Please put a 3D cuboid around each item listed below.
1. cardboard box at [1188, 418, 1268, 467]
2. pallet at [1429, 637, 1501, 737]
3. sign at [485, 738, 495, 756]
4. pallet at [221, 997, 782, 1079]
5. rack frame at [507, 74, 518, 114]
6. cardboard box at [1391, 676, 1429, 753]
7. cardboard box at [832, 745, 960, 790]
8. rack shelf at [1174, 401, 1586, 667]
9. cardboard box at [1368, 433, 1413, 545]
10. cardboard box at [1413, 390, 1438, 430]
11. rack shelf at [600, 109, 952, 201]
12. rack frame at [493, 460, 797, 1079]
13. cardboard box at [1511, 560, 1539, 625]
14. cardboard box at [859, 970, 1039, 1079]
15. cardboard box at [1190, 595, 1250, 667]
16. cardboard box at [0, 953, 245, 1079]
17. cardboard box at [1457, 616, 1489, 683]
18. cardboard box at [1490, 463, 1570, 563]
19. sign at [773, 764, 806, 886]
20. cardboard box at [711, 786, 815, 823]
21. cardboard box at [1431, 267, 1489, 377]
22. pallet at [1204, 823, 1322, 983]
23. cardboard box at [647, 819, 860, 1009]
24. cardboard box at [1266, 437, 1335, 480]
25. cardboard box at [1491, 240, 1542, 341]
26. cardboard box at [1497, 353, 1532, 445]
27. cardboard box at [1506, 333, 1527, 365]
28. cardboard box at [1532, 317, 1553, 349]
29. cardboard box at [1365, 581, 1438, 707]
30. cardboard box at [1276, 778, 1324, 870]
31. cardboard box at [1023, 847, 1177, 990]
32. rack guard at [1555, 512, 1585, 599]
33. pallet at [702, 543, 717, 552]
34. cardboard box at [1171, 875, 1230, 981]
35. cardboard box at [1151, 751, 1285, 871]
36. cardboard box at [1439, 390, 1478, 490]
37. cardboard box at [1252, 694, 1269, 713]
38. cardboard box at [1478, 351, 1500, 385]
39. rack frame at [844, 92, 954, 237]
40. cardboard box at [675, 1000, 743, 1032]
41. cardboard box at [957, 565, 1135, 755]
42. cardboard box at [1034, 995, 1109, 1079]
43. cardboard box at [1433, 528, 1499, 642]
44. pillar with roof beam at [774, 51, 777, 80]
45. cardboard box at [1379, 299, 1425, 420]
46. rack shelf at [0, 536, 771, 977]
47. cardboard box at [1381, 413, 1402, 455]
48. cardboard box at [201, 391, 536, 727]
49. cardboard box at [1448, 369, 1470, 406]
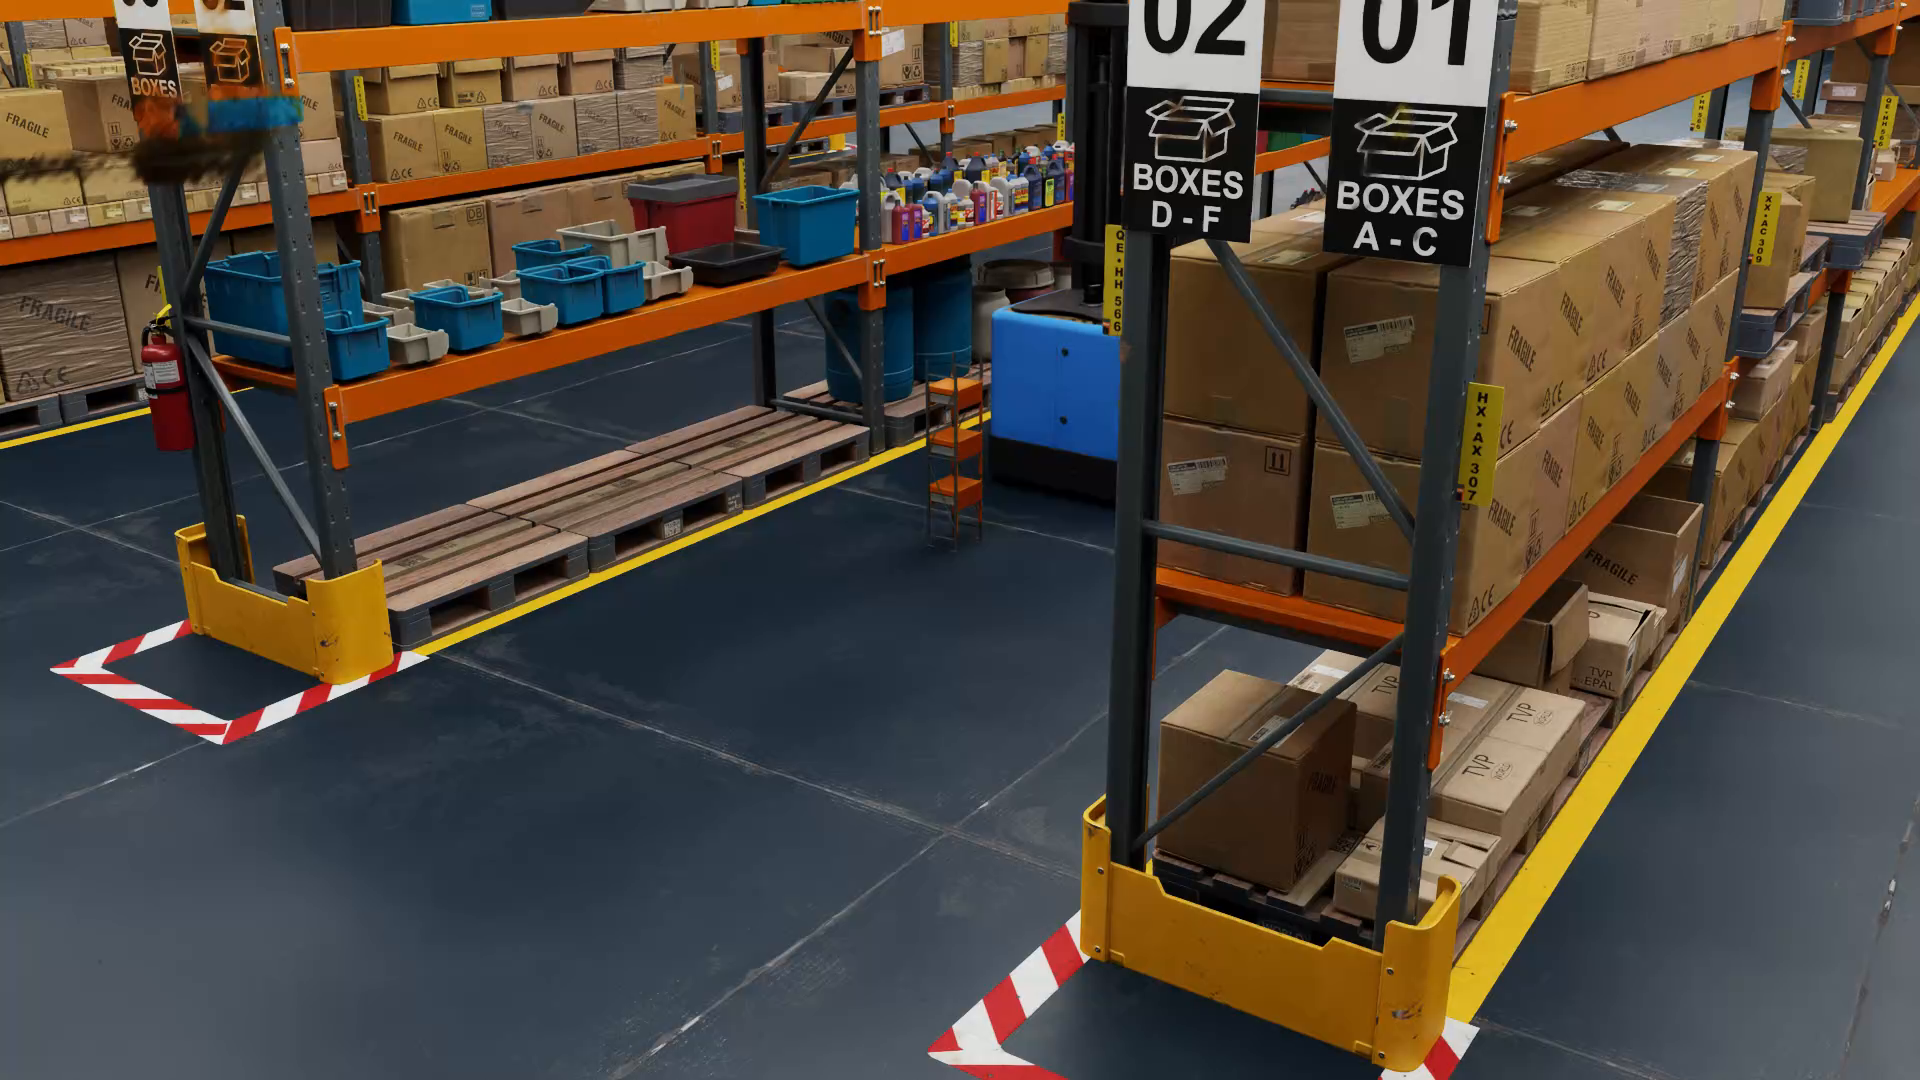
[{"bbox_3d":[7.635,-3.863,14.306,0.380,0.149,0.250,13,24,32],"label":"cardboard box"},{"bbox_3d":[8.826,-2.656,16.140,1.003,0.211,1.213,13,24,32],"label":"pallet"},{"bbox_3d":[4.949,-2.895,11.098,0.100,0.325,0.005,13,24,32],"label":"sign"},{"bbox_3d":[5.087,-1.946,10.479,1.213,0.211,1.003,13,24,32],"label":"pallet"},{"bbox_3d":[1.717,-6.473,22.440,1.000,3.000,0.127,13,24,32],"label":"rack frame"},{"bbox_3d":[8.456,-2.516,15.101,0.500,0.250,0.500,13,24,32],"label":"cardboard box"},{"bbox_3d":[6.081,-2.503,12.071,0.380,0.149,0.250,15,25,36],"label":"cardboard box"},{"bbox_3d":[8.783,-3.629,15.788,1.077,0.370,4.000,13,24,32],"label":"rack shelf"},{"bbox_3d":[8.194,-3.720,14.854,0.700,0.500,0.500,13,24,31],"label":"cardboard box"},{"bbox_3d":[8.543,-4.076,14.881,0.380,0.149,0.250,12,24,30],"label":"cardboard box"},{"bbox_3d":[4.689,-6.002,17.882,1.077,0.370,4.000,13,24,32],"label":"rack shelf"},{"bbox_3d":[5.410,-2.244,11.009,1.000,3.000,0.127,13,24,32],"label":"rack frame"},{"bbox_3d":[9.579,-3.090,16.653,0.500,0.250,0.500,13,24,32],"label":"cardboard box"},{"bbox_3d":[6.236,-1.660,11.979,0.500,0.311,0.500,13,24,31],"label":"cardboard box"},{"bbox_3d":[7.316,-3.041,13.356,0.396,0.266,0.258,13,24,31],"label":"cardboard box"},{"bbox_3d":[4.477,-2.060,9.762,0.500,0.500,0.700,-19,28,-41],"label":"cardboard box"},{"bbox_3d":[9.017,-2.803,15.877,0.500,0.250,0.500,13,24,32],"label":"cardboard box"},{"bbox_3d":[9.852,-3.587,16.915,0.500,0.500,0.500,13,24,32],"label":"cardboard box"},{"bbox_3d":[5.864,-2.647,10.543,0.100,0.325,0.005,13,24,32],"label":"sign"},{"bbox_3d":[5.687,-2.439,11.896,0.380,0.149,0.250,13,24,32],"label":"cardboard box"},{"bbox_3d":[8.749,-4.608,15.385,0.700,0.500,0.500,13,24,32],"label":"cardboard box"},{"bbox_3d":[7.277,-1.865,14.003,1.003,0.211,1.213,13,24,32],"label":"pallet"},{"bbox_3d":[5.651,-2.298,11.283,0.500,0.311,0.500,15,25,35],"label":"cardboard box"},{"bbox_3d":[7.970,-3.783,14.088,0.380,0.149,0.250,13,24,32],"label":"cardboard box"},{"bbox_3d":[9.314,-4.897,16.165,0.700,0.500,0.500,13,24,30],"label":"cardboard box"},{"bbox_3d":[9.343,-4.304,16.432,0.700,0.500,0.500,14,24,33],"label":"cardboard box"},{"bbox_3d":[9.417,-4.524,16.091,0.380,0.149,0.250,14,24,33],"label":"cardboard box"},{"bbox_3d":[9.704,-4.669,16.484,0.380,0.149,0.250,14,24,33],"label":"cardboard box"},{"bbox_3d":[8.453,-2.868,14.972,0.500,0.500,0.500,13,24,32],"label":"cardboard box"},{"bbox_3d":[7.665,-2.124,14.041,0.500,0.250,0.500,13,24,31],"label":"cardboard box"},{"bbox_3d":[6.813,-1.954,12.773,0.500,0.311,0.500,13,24,31],"label":"cardboard box"},{"bbox_3d":[9.921,-3.374,17.667,1.175,0.500,0.348,13,24,32],"label":"rack guard"},{"bbox_3d":[3.976,-3.236,17.709,1.003,0.211,1.213,13,24,32],"label":"pallet"},{"bbox_3d":[7.092,-1.832,13.253,0.500,0.250,0.500,14,24,33],"label":"cardboard box"},{"bbox_3d":[7.381,-2.240,13.546,0.500,0.311,0.500,14,25,33],"label":"cardboard box"},{"bbox_3d":[8.766,-4.010,15.639,0.700,0.500,0.500,14,25,33],"label":"cardboard box"},{"bbox_3d":[7.739,-2.475,14.991,0.500,0.250,0.500,13,24,32],"label":"cardboard box"},{"bbox_3d":[9.124,-4.372,15.682,0.380,0.149,0.250,14,25,33],"label":"cardboard box"},{"bbox_3d":[5.813,-5.507,19.829,1.000,3.000,0.127,13,24,32],"label":"rack frame"},{"bbox_3d":[5.501,-1.613,11.852,0.500,0.311,0.500,14,24,33],"label":"cardboard box"},{"bbox_3d":[6.636,-2.927,12.710,0.500,0.500,0.500,13,24,32],"label":"cardboard box"},{"bbox_3d":[6.517,-1.539,12.461,0.500,0.250,0.500,13,24,30],"label":"cardboard box"},{"bbox_3d":[9.020,-3.154,15.745,0.500,0.500,0.500,13,24,32],"label":"cardboard box"},{"bbox_3d":[5.328,-18.209,45.520,9.100,9.000,0.400,13,24,32],"label":"pillar with roof beam"},{"bbox_3d":[8.186,-4.321,14.609,0.700,0.500,0.500,13,24,32],"label":"cardboard box"},{"bbox_3d":[4.286,-2.740,9.062,1.077,0.370,4.000,13,24,32],"label":"rack shelf"},{"bbox_3d":[8.255,-3.929,14.484,0.380,0.149,0.250,13,24,30],"label":"cardboard box"},{"bbox_3d":[4.906,-3.420,9.719,0.910,0.500,0.500,13,24,32],"label":"cardboard box"},{"bbox_3d":[8.838,-4.228,15.291,0.380,0.149,0.250,13,24,31],"label":"cardboard box"}]
